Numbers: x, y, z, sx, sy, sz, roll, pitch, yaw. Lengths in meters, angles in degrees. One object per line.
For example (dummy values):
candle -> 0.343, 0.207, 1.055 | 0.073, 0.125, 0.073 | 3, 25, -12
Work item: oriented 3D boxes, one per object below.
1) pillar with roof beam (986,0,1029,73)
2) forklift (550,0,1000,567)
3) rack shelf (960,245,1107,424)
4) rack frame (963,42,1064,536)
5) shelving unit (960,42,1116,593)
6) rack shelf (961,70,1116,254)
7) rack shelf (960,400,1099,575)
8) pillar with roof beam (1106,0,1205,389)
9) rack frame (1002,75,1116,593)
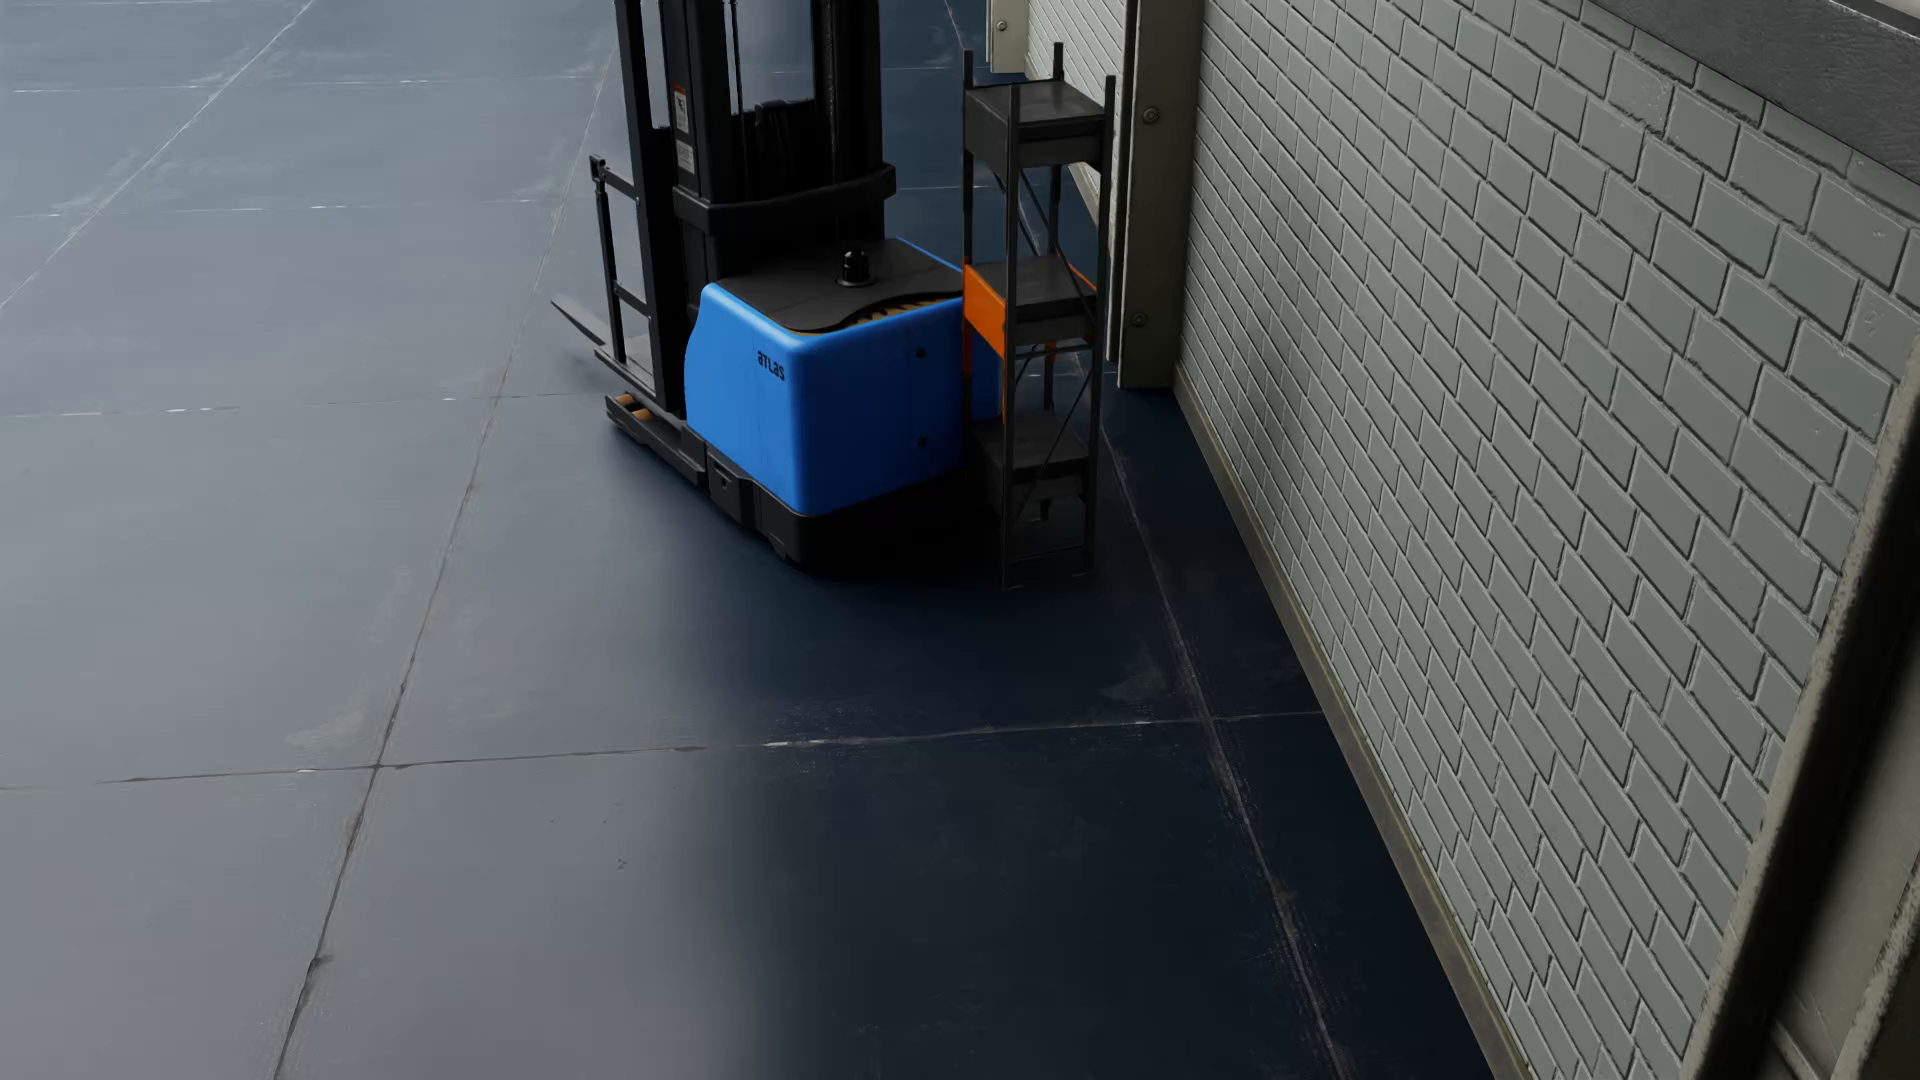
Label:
pillar with roof beam -> -3.893, -7.607, 11.210 | 9.100, 9.000, 0.400 | -3, 31, -5
forklift -> -1.077, -1.852, 7.493 | 1.130, 2.935, 3.031 | -20, 36, -30
rack shelf -> 0.284, -0.828, 6.615 | 0.431, 0.518, 0.480 | -10, 32, -17
rack frame -> 0.203, -0.958, 6.806 | 0.400, 2.100, 0.015 | -10, 32, -17
shelving unit -> 0.284, -0.840, 6.608 | 0.431, 2.100, 0.503 | -10, 32, -17
rack shelf -> 0.284, -1.429, 6.256 | 0.431, 0.518, 0.480 | -10, 32, -17
rack shelf -> 0.284, -0.227, 6.974 | 0.431, 0.518, 0.480 | -10, 32, -17
pillar with roof beam -> -3.332, -4.543, 6.081 | 9.100, 9.000, 0.400 | -3, 31, -5
rack frame -> 0.365, -0.722, 6.411 | 0.400, 2.100, 0.015 | -10, 32, -17
